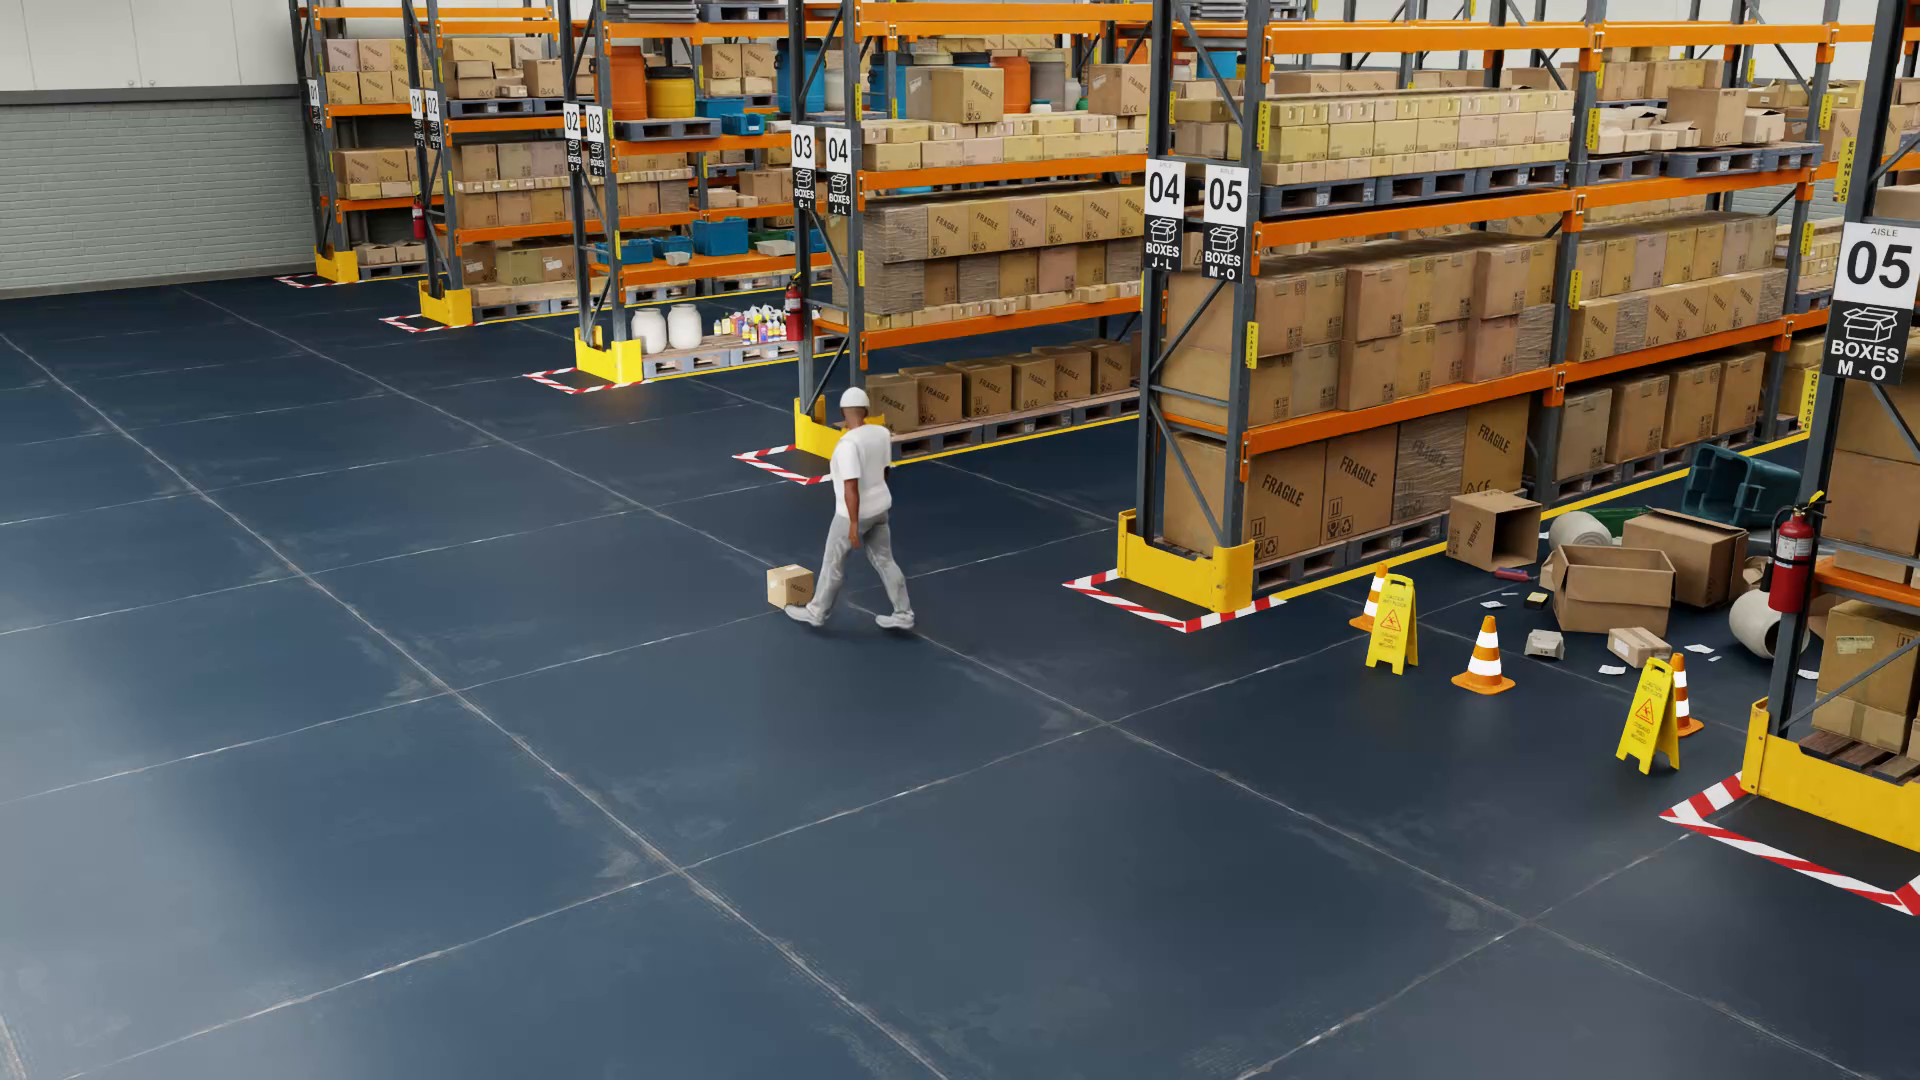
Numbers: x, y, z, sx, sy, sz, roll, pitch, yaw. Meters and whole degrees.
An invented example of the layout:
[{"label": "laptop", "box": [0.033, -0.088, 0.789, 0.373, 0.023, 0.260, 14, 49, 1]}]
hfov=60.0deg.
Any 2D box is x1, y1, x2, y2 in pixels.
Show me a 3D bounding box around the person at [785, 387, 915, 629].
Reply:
[{"label": "person", "box": [-0.748, -0.225, 11.681, 0.890, 1.735, 0.596, 12, 21, 33]}]
